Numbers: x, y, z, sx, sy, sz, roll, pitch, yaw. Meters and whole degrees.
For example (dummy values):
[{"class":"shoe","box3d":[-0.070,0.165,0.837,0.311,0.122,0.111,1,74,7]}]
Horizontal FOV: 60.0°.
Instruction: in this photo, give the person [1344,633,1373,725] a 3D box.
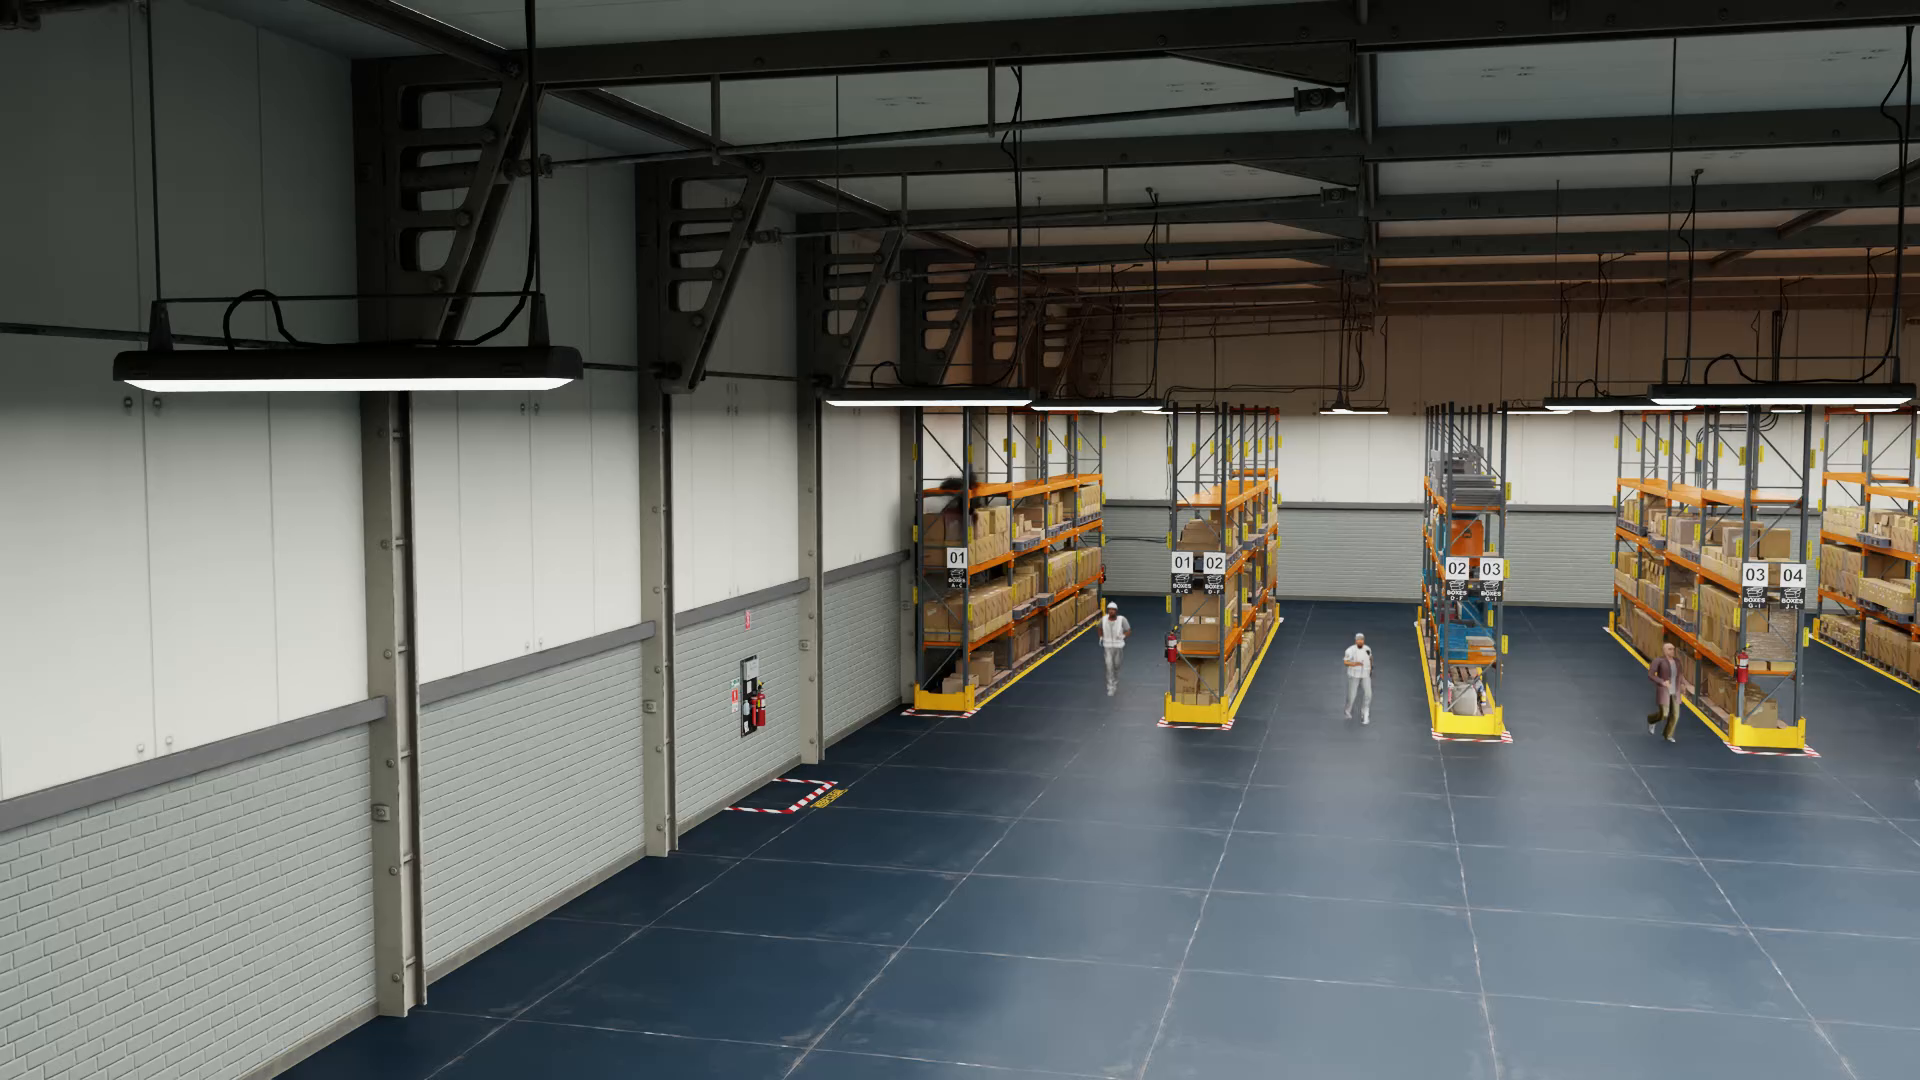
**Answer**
[{"class":"person","box3d":[7.470,2.604,31.173,0.594,1.738,0.718,0,4,-2]}]

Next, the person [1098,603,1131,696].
[{"class":"person","box3d":[3.037,2.134,32.793,0.666,1.813,0.848,1,4,7]}]

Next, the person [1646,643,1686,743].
[{"class":"person","box3d":[12.479,2.682,29.393,0.711,1.734,0.741,-1,4,-11]}]
